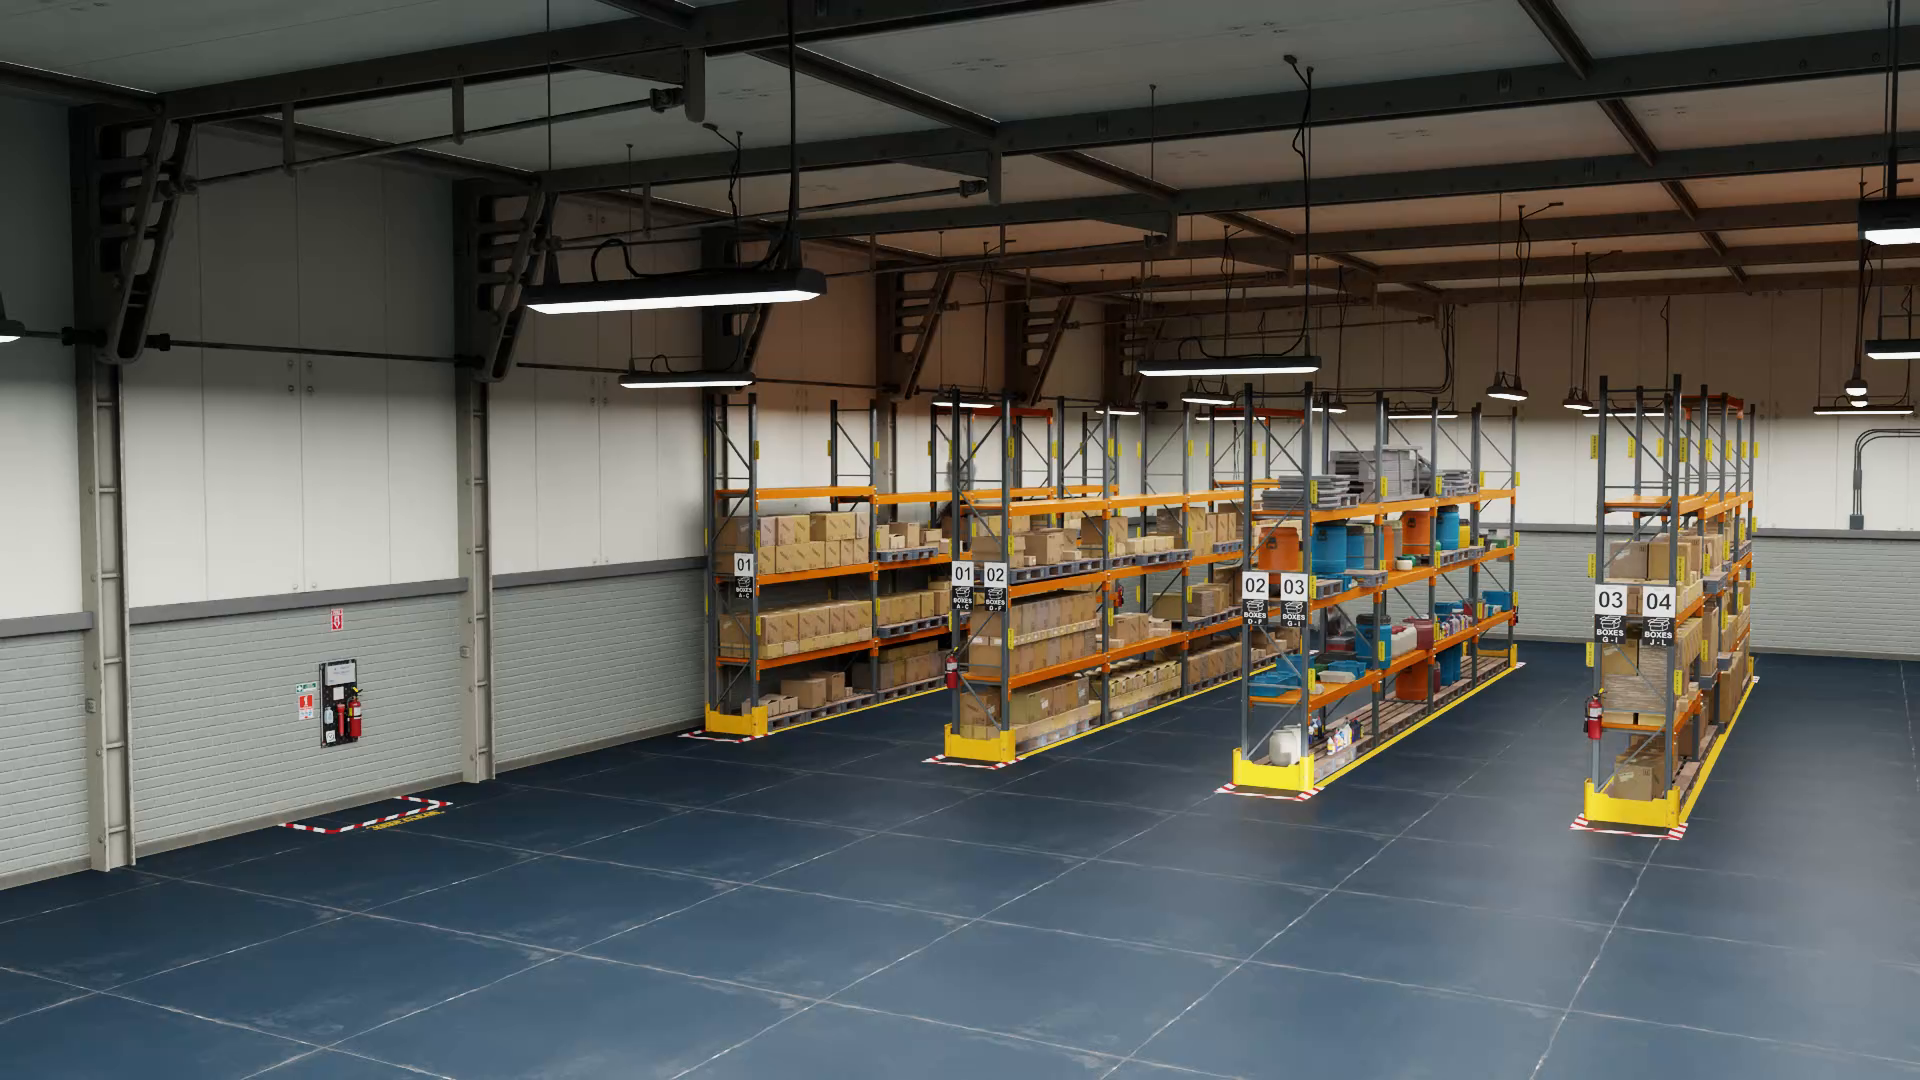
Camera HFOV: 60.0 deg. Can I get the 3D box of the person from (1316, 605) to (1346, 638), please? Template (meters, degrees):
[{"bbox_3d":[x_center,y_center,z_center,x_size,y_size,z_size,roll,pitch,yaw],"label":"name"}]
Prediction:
[{"bbox_3d":[8.265,2.169,37.112,0.660,1.684,0.599,1,3,21],"label":"person"}]
